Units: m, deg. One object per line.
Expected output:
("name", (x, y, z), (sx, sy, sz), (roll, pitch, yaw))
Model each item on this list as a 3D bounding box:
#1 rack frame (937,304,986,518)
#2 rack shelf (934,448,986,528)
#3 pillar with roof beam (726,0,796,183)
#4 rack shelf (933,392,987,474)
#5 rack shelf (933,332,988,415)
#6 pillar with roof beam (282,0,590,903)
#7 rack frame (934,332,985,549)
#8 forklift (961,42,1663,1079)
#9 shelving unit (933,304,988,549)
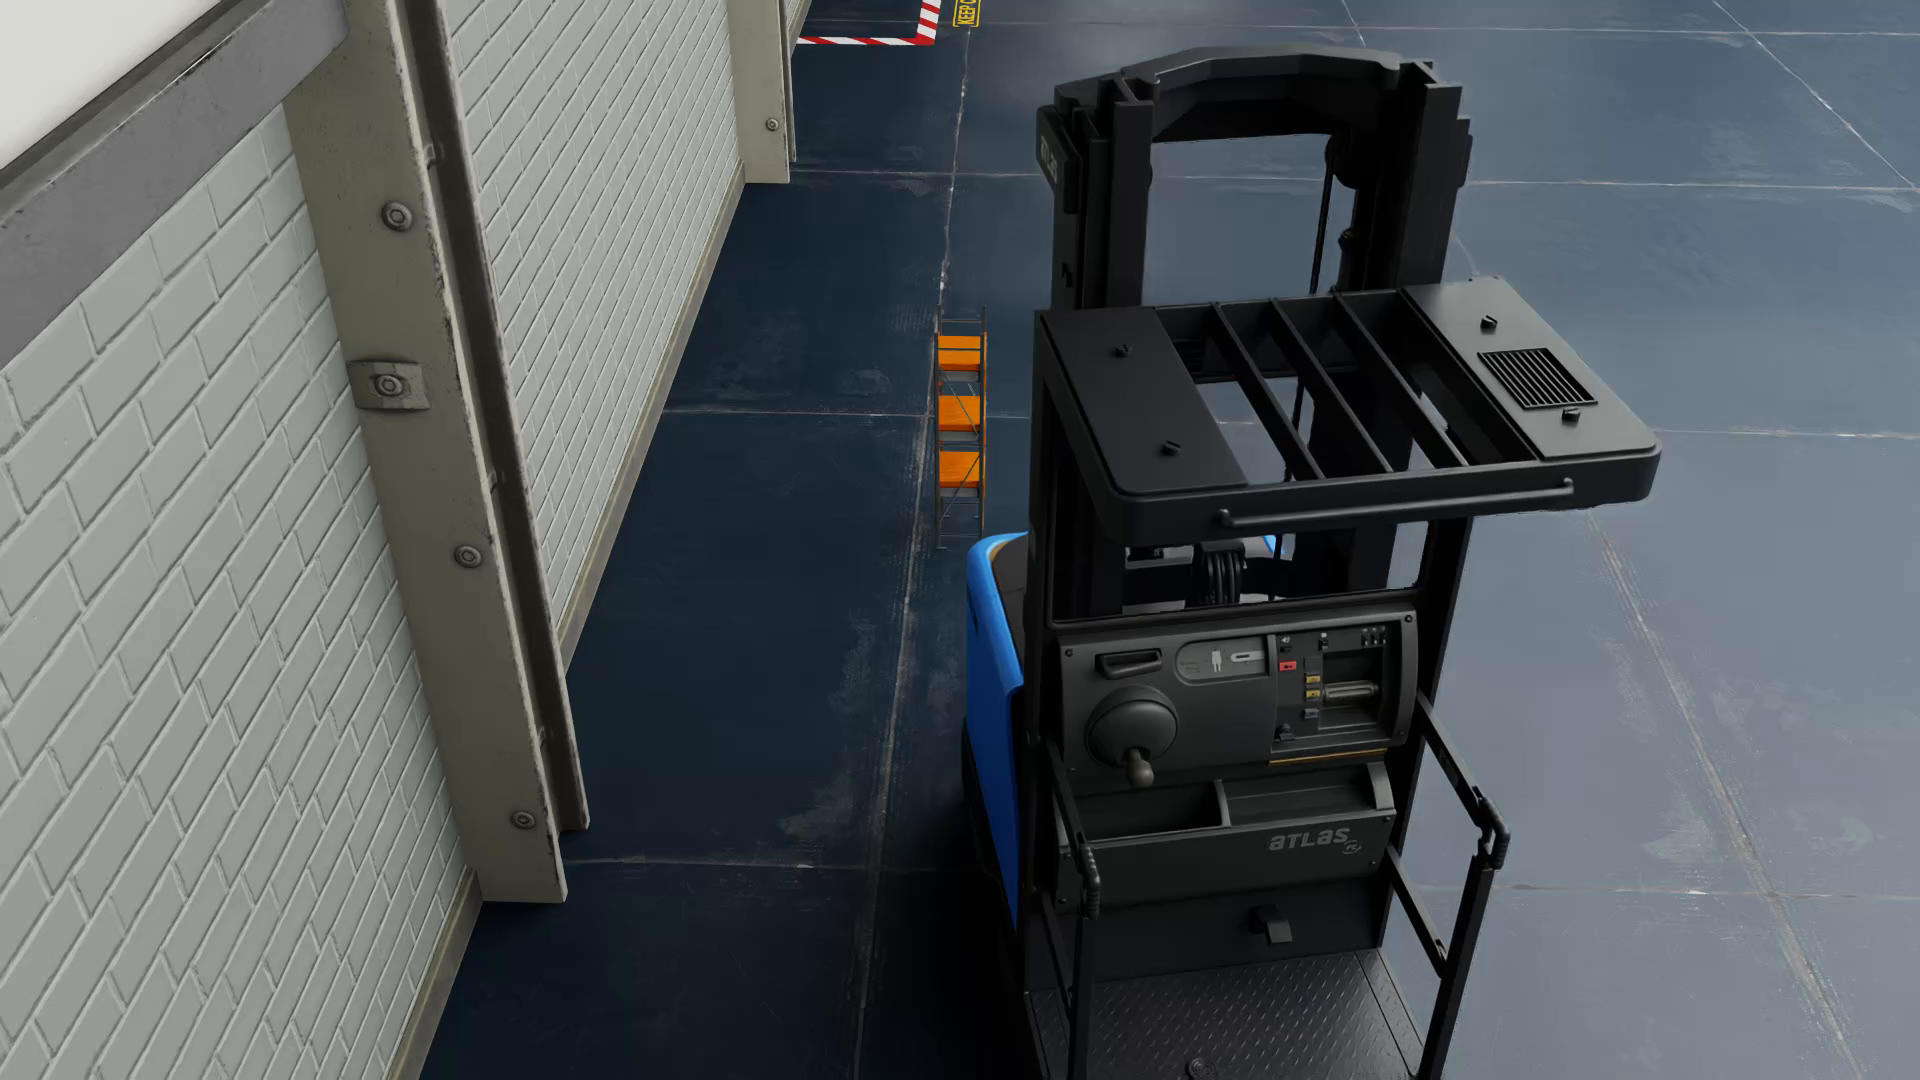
("rack frame", (0.007, -0.530, 7.092), (0.200, 1.050, 0.008), (1, 35, 2))
("rack shelf", (0.002, -0.224, 7.158), (0.215, 0.259, 0.240), (1, 35, 2))
("pillar with roof beam", (3.079, -5.939, 7.875), (9.100, 9.000, 0.400), (1, 35, 2))
("rack shelf", (0.002, -0.452, 6.998), (0.215, 0.259, 0.240), (1, 35, 2))
("rack shelf", (0.002, -0.684, 6.835), (0.215, 0.259, 0.240), (1, 35, 2))
("pillar with roof beam", (2.838, -2.492, 2.970), (9.100, 9.000, 0.400), (1, 35, 2))
("rack frame", (-0.003, -0.390, 6.892), (0.200, 1.050, 0.008), (1, 35, 2))
("forklift", (0.745, 0.460, 4.046), (1.130, 2.935, 3.031), (-5, 35, -7))
("shelving unit", (0.002, -0.460, 6.992), (0.215, 1.050, 0.252), (1, 35, 2))
